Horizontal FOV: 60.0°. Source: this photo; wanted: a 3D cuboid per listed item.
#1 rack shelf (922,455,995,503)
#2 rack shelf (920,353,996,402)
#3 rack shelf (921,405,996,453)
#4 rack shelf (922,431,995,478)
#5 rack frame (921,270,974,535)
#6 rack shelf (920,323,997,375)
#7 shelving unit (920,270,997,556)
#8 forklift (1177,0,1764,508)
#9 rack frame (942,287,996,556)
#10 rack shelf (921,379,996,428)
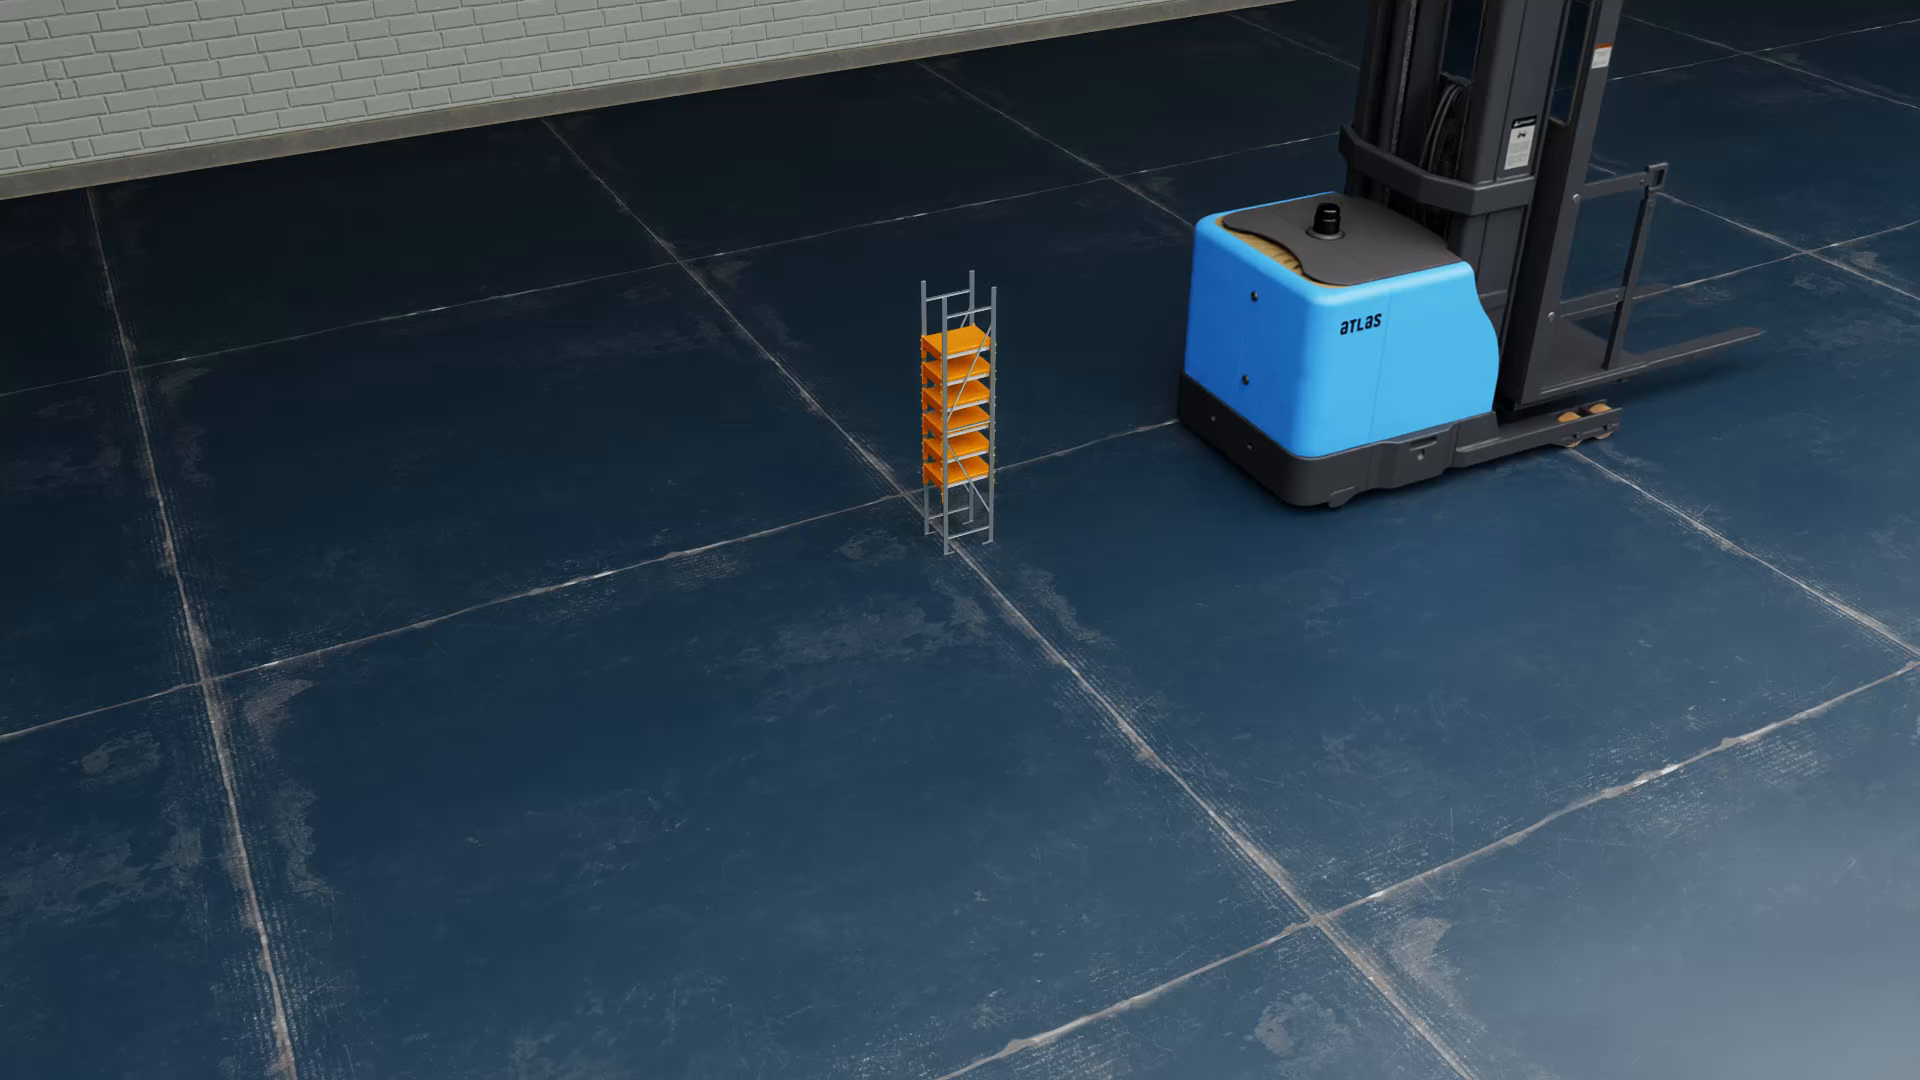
[{"bbox_3d":[-0.007,-0.273,7.091,0.258,0.103,0.180,-16,36,-23],"label":"rack shelf"},{"bbox_3d":[-0.007,-0.677,6.832,0.258,0.103,0.180,-16,36,-23],"label":"rack shelf"},{"bbox_3d":[-0.007,-0.475,6.961,0.258,0.103,0.180,-16,36,-23],"label":"rack shelf"},{"bbox_3d":[-0.007,-0.374,7.026,0.258,0.103,0.180,-16,36,-23],"label":"rack shelf"},{"bbox_3d":[-0.049,-0.556,7.005,0.240,1.200,0.006,-16,36,-23],"label":"rack frame"},{"bbox_3d":[-0.007,-0.778,6.767,0.258,0.103,0.180,-16,36,-23],"label":"rack shelf"},{"bbox_3d":[-0.007,-0.512,6.937,0.258,1.200,0.189,-16,36,-23],"label":"shelving unit"},{"bbox_3d":[2.608,-1.915,7.522,3.031,2.935,1.130,-15,35,-22],"label":"forklift"},{"bbox_3d":[0.036,-0.468,6.869,0.240,1.200,0.006,-16,36,-23],"label":"rack frame"},{"bbox_3d":[-0.007,-0.576,6.896,0.258,0.103,0.180,-16,36,-23],"label":"rack shelf"}]
